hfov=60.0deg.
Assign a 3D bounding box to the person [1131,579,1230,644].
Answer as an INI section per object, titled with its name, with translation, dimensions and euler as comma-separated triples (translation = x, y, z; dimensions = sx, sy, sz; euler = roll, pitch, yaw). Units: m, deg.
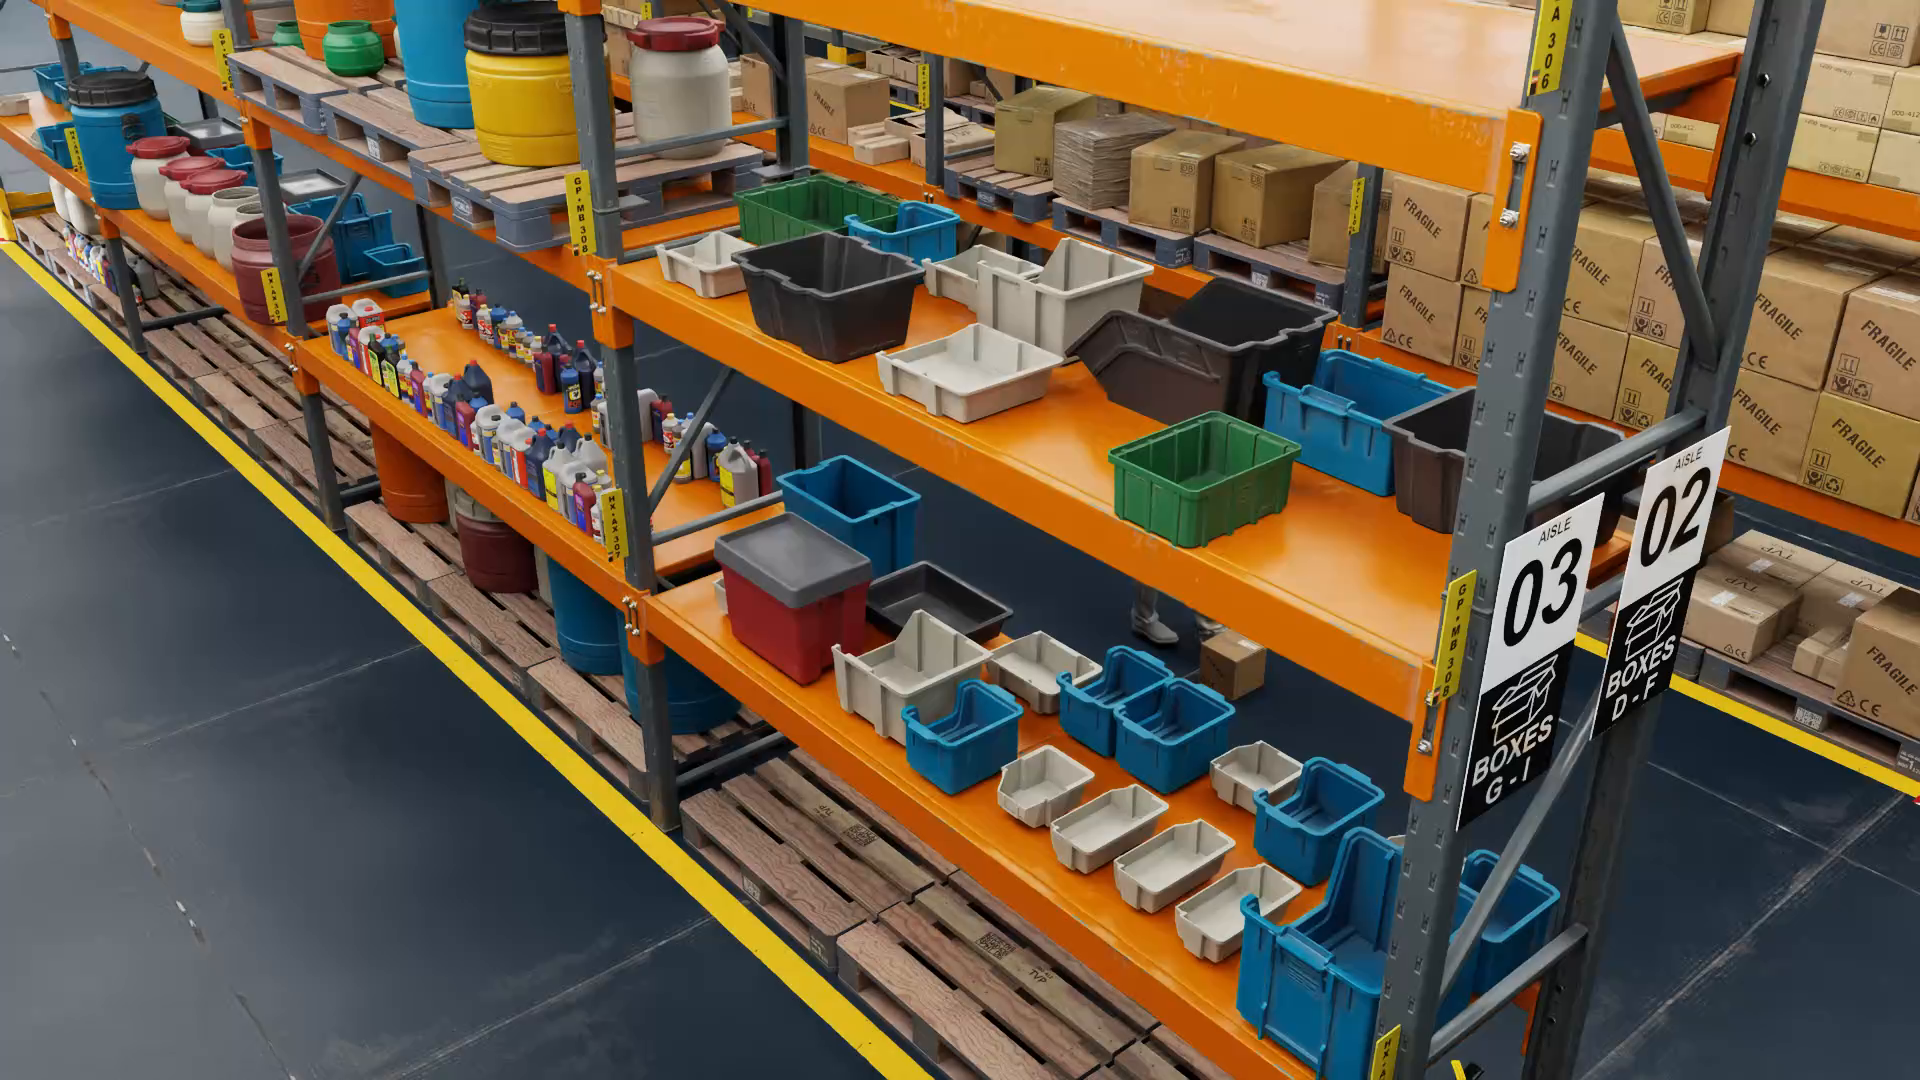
[person]
translation = 1.209, -0.147, 8.876
dimensions = 0.702, 1.777, 0.625
euler = 24, 36, 38
